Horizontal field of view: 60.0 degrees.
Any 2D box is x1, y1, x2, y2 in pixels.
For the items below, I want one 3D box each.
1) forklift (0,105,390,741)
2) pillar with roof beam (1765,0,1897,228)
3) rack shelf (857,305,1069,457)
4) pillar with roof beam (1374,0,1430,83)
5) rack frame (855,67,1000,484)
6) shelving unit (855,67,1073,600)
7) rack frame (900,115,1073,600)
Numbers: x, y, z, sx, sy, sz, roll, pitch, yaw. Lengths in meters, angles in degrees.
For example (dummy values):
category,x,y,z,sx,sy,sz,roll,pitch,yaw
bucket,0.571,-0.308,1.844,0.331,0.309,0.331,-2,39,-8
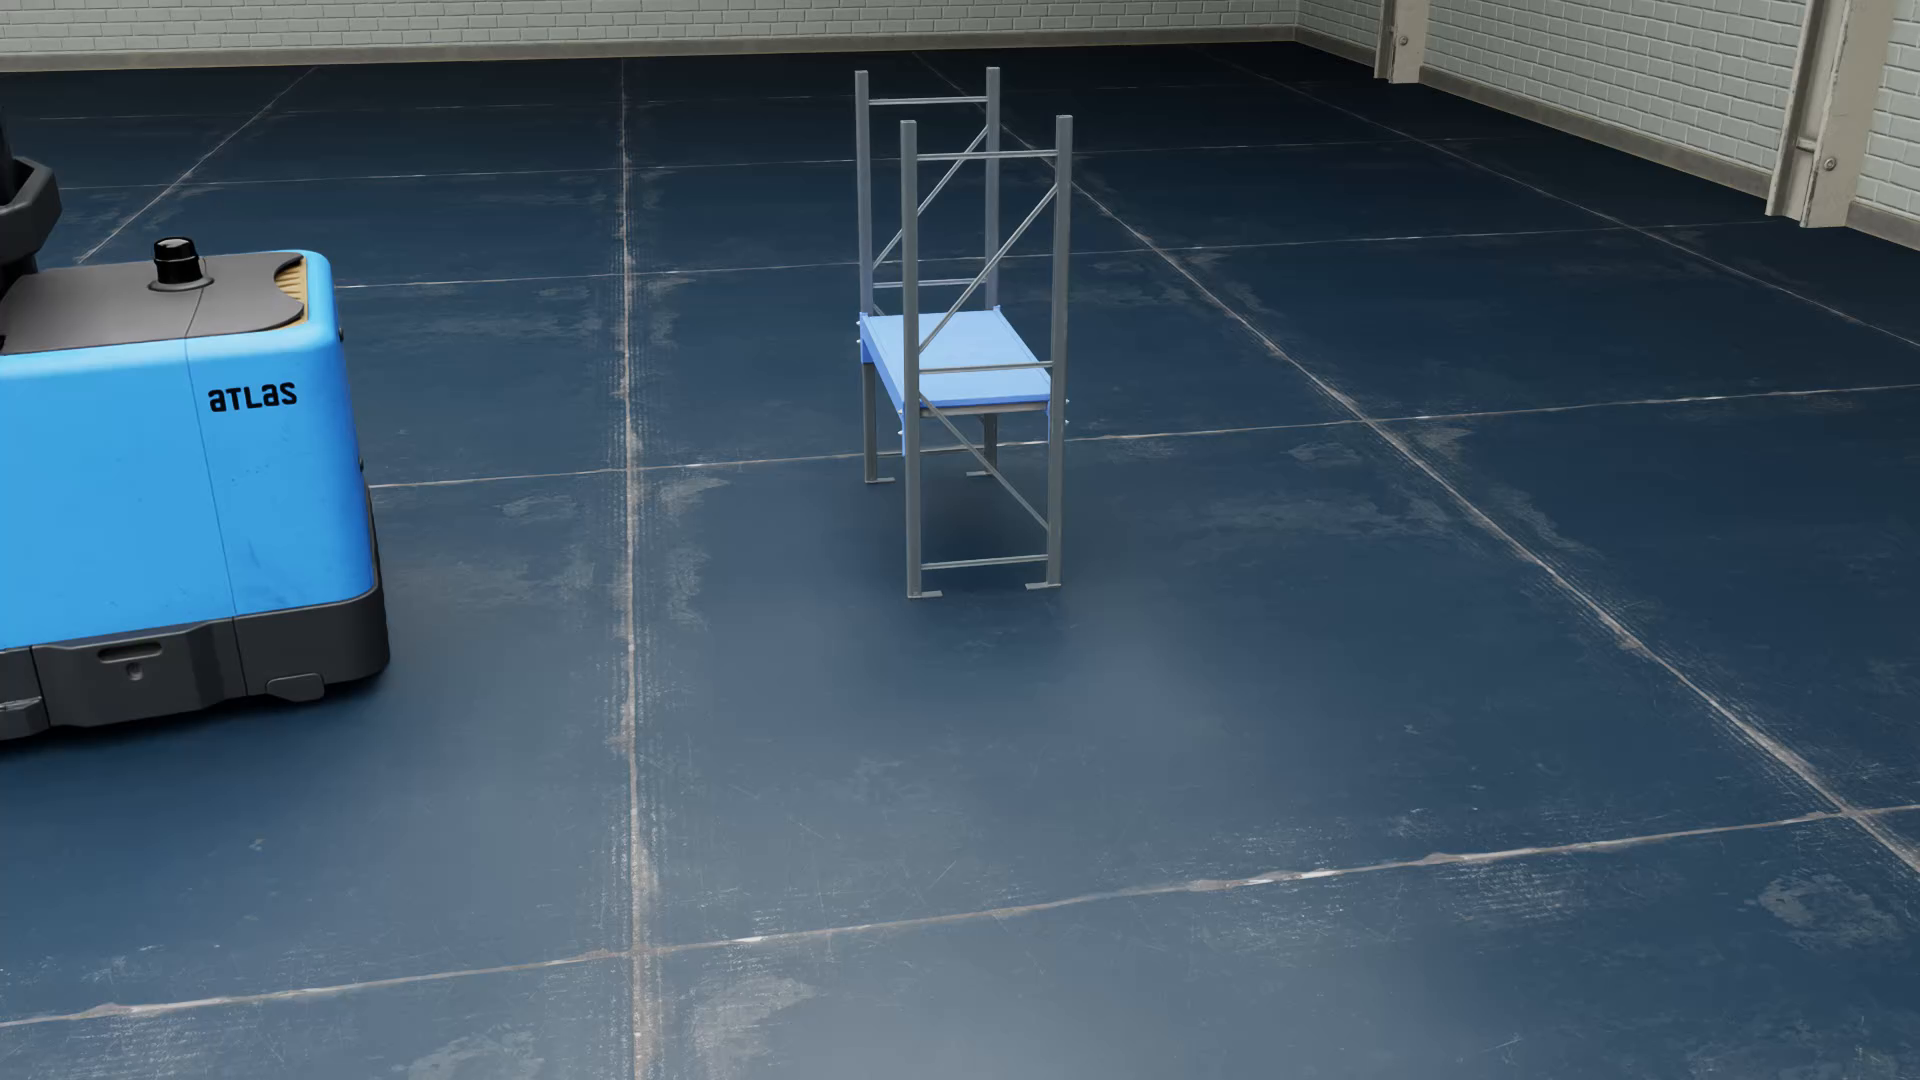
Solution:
category,x,y,z,sx,sy,sz,roll,pitch,yaw
forklift,-3.208,-0.886,4.116,3.031,2.935,1.130,-8,25,-18
pillar with roof beam,1.006,-5.787,7.757,9.100,9.000,0.400,-4,24,-10
rack shelf,-0.016,-0.556,5.599,0.538,0.185,1.000,-4,24,-10
pillar with roof beam,-0.103,-8.147,13.161,9.100,9.000,0.400,-4,24,-10
rack frame,-0.110,-0.921,5.984,0.500,1.500,0.032,-4,24,-10
shelving unit,-0.016,-0.721,5.527,0.538,1.500,1.048,-4,24,-10
rack frame,0.078,-0.521,5.069,0.500,1.500,0.032,-4,24,-10
